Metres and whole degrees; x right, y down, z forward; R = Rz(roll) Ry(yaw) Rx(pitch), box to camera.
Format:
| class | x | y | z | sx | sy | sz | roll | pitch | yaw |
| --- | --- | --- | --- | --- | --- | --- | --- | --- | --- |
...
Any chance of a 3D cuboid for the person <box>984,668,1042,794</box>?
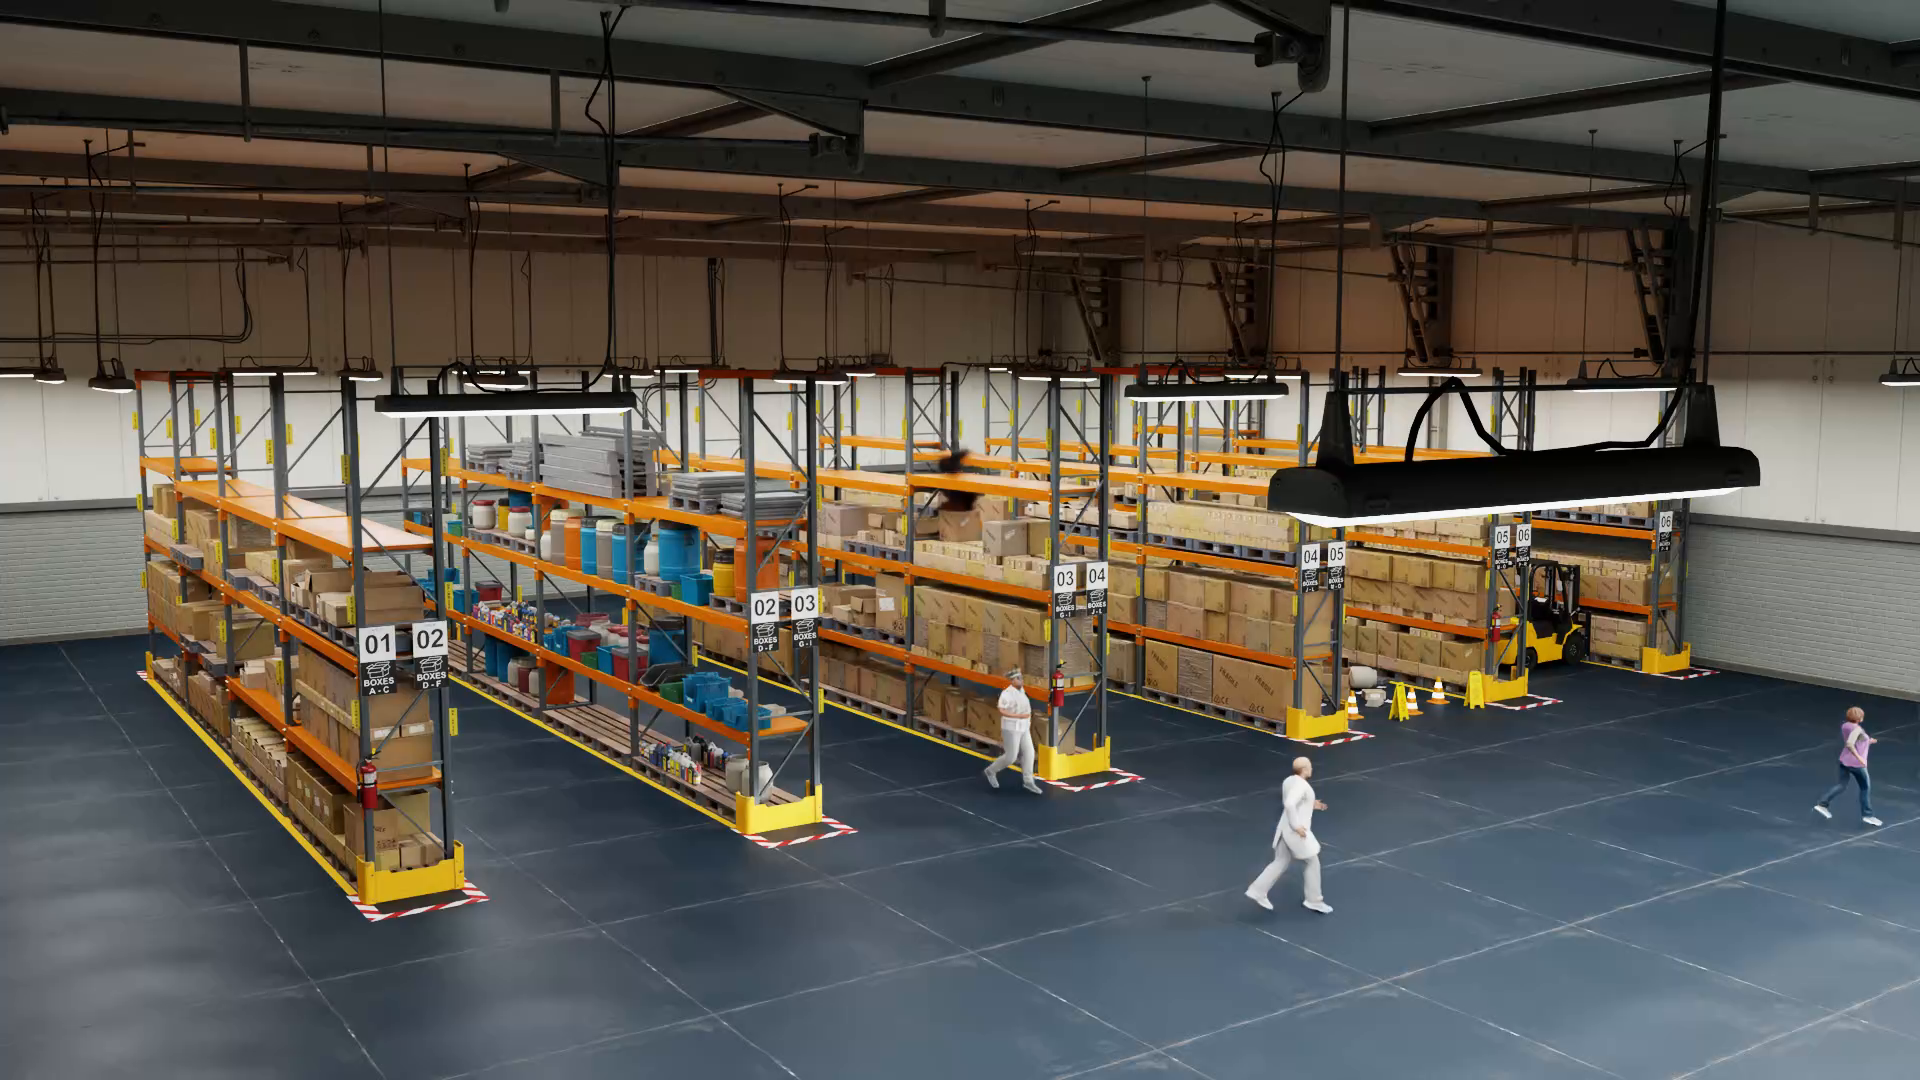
| class | x | y | z | sx | sy | sz | roll | pitch | yaw |
| --- | --- | --- | --- | --- | --- | --- | --- | --- | --- |
| person | 0.793 | 2.740 | 24.025 | 0.881 | 1.806 | 0.673 | 4 | 8 | 34 |

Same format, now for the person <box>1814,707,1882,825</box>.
| class | x | y | z | sx | sy | sz | roll | pitch | yaw |
| --- | --- | --- | --- | --- | --- | --- | --- | --- | --- |
| person | 11.917 | 3.012 | 22.218 | 0.878 | 1.596 | 0.531 | 0 | 6 | -4 |

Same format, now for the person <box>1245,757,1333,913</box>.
| class | x | y | z | sx | sy | sz | roll | pitch | yaw |
| --- | --- | --- | --- | --- | --- | --- | --- | --- | --- |
| person | 3.729 | 3.338 | 18.743 | 1.025 | 1.805 | 0.649 | -2 | 7 | -17 |
